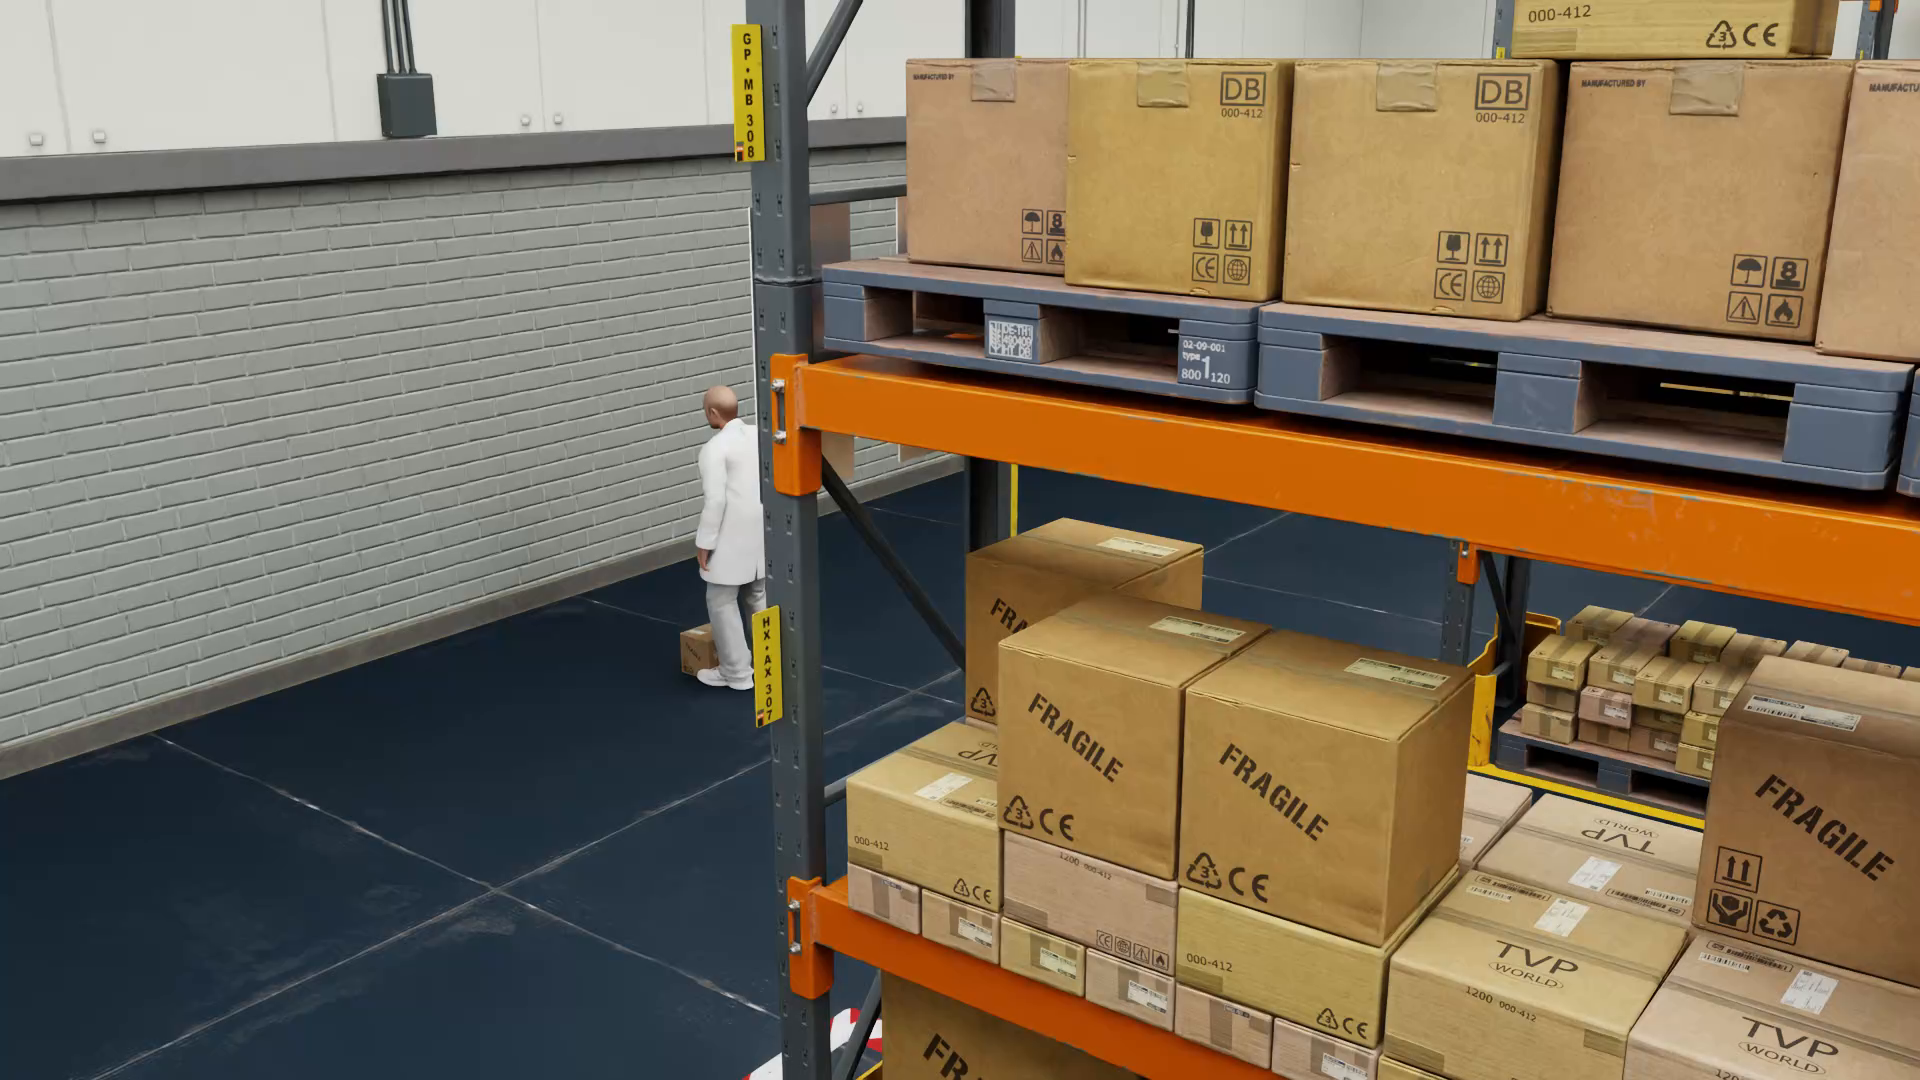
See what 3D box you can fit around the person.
[{"bbox_3d":[-1.300,-0.019,9.631,0.429,1.772,0.645,10,19,32],"label":"person"}]
